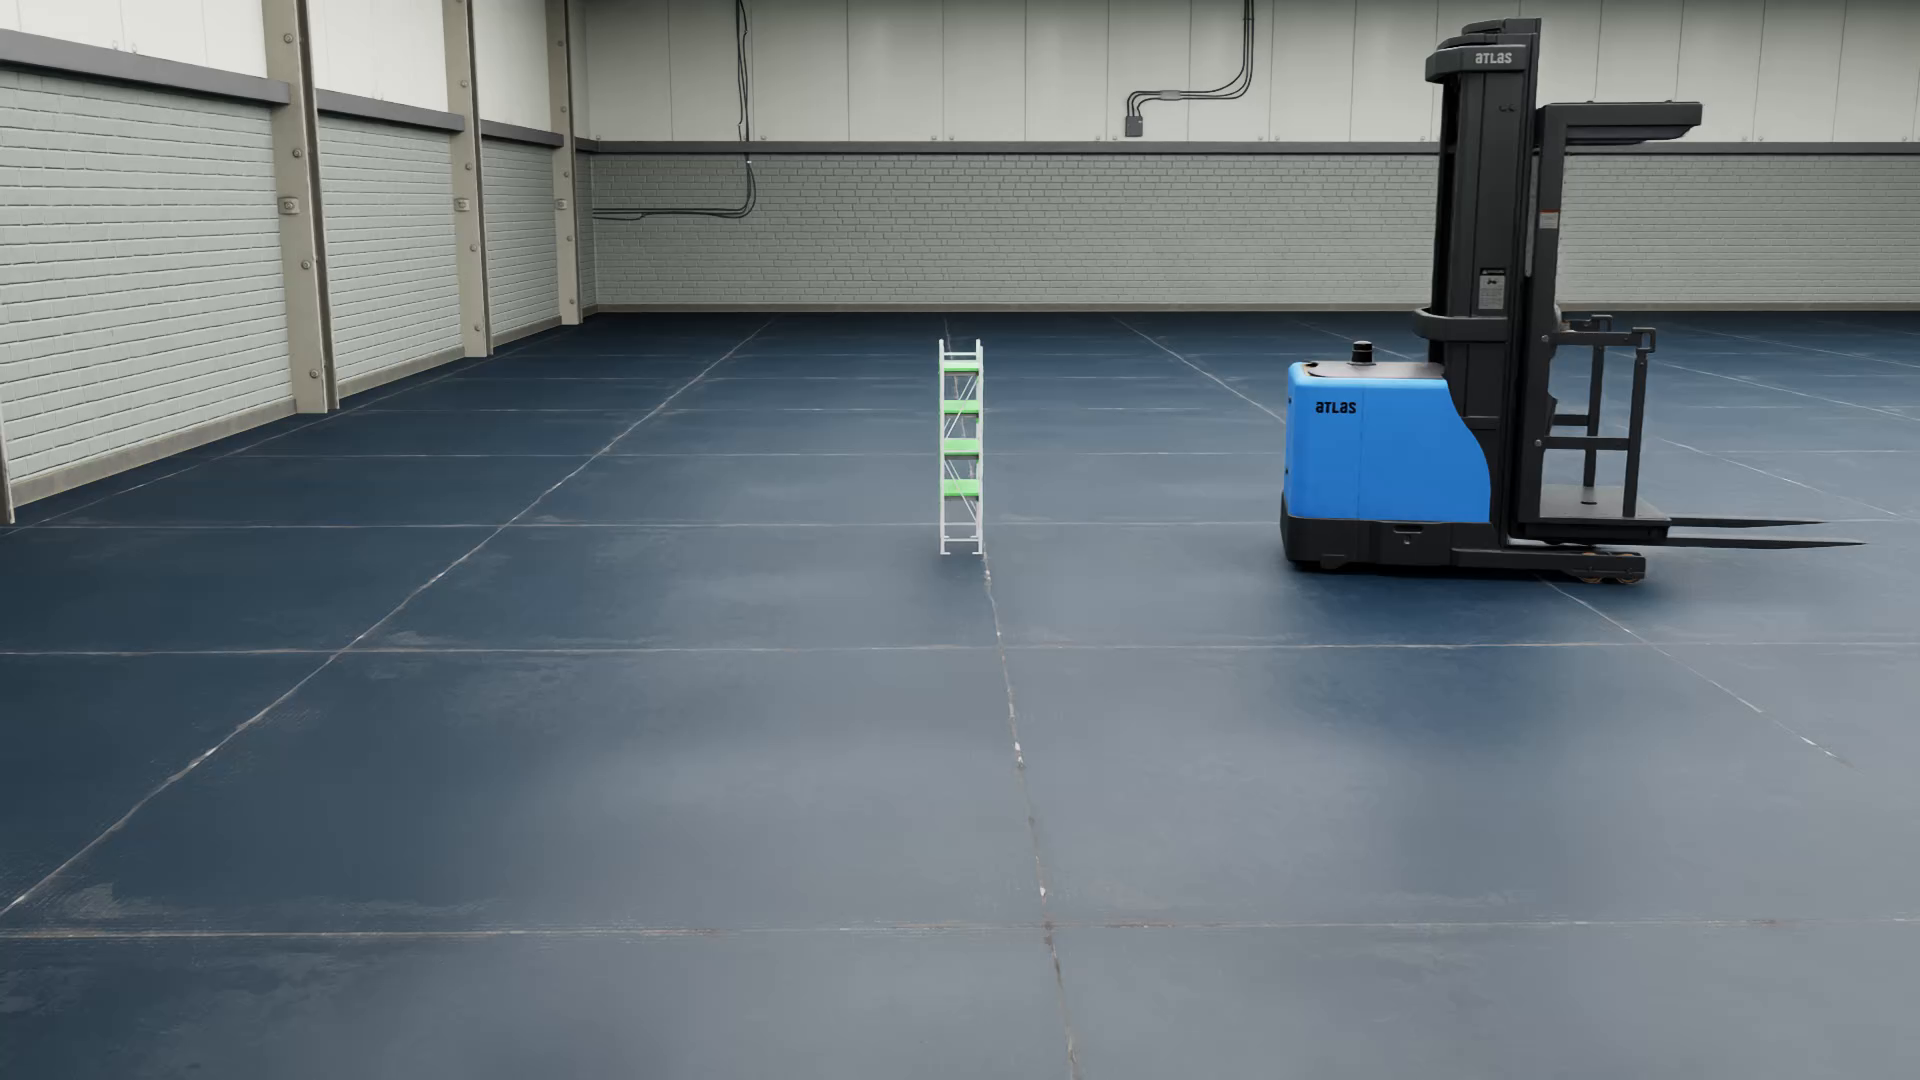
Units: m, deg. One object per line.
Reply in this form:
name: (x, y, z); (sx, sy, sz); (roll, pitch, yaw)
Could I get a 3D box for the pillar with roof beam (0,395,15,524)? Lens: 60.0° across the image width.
pillar with roof beam: (-1.883, -4.504, 9.626); (9.100, 9.000, 0.400); (0, 11, -1)

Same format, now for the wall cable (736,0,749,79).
wall cable: (-2.593, -9.620, 29.950); (3.097, 2.526, 0.112); (0, 11, -1)

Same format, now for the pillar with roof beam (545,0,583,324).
pillar with roof beam: (-2.255, -8.082, 27.262); (9.100, 9.000, 0.400); (0, 11, -1)

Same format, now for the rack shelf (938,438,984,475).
rack shelf: (0.003, -0.492, 9.790); (0.258, 0.148, 0.480); (0, 11, -1)

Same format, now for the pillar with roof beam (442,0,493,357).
pillar with roof beam: (-2.131, -6.889, 21.383); (9.100, 9.000, 0.400); (0, 11, -1)

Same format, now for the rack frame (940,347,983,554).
rack frame: (0.008, -0.507, 9.539); (0.240, 1.200, 0.015); (0, 11, -1)

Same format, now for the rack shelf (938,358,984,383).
rack shelf: (0.003, -0.963, 9.695); (0.258, 0.148, 0.480); (0, 11, -1)

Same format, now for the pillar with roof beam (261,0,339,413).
pillar with roof beam: (-2.007, -5.696, 15.504); (9.100, 9.000, 0.400); (0, 11, -1)

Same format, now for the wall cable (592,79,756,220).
wall cable: (-5.298, -7.133, 30.397); (3.097, 2.526, 0.112); (0, 11, -1)

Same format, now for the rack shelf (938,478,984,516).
rack shelf: (0.003, -0.257, 9.838); (0.258, 0.148, 0.480); (0, 11, -1)

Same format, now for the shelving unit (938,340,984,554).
shelving unit: (0.003, -0.555, 9.778); (0.258, 1.200, 0.503); (0, 11, -1)

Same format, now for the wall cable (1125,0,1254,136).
wall cable: (4.194, -10.358, 29.927); (2.305, 6.003, 0.169); (0, 11, -1)

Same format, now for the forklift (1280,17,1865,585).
forklift: (3.372, -1.311, 9.151); (3.031, 2.935, 1.130); (2, 12, 8)

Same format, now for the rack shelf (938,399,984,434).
rack shelf: (0.003, -0.728, 9.743); (0.258, 0.148, 0.480); (0, 11, -1)

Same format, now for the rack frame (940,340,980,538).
rack frame: (-0.002, -0.604, 10.017); (0.240, 1.200, 0.015); (0, 11, -1)
